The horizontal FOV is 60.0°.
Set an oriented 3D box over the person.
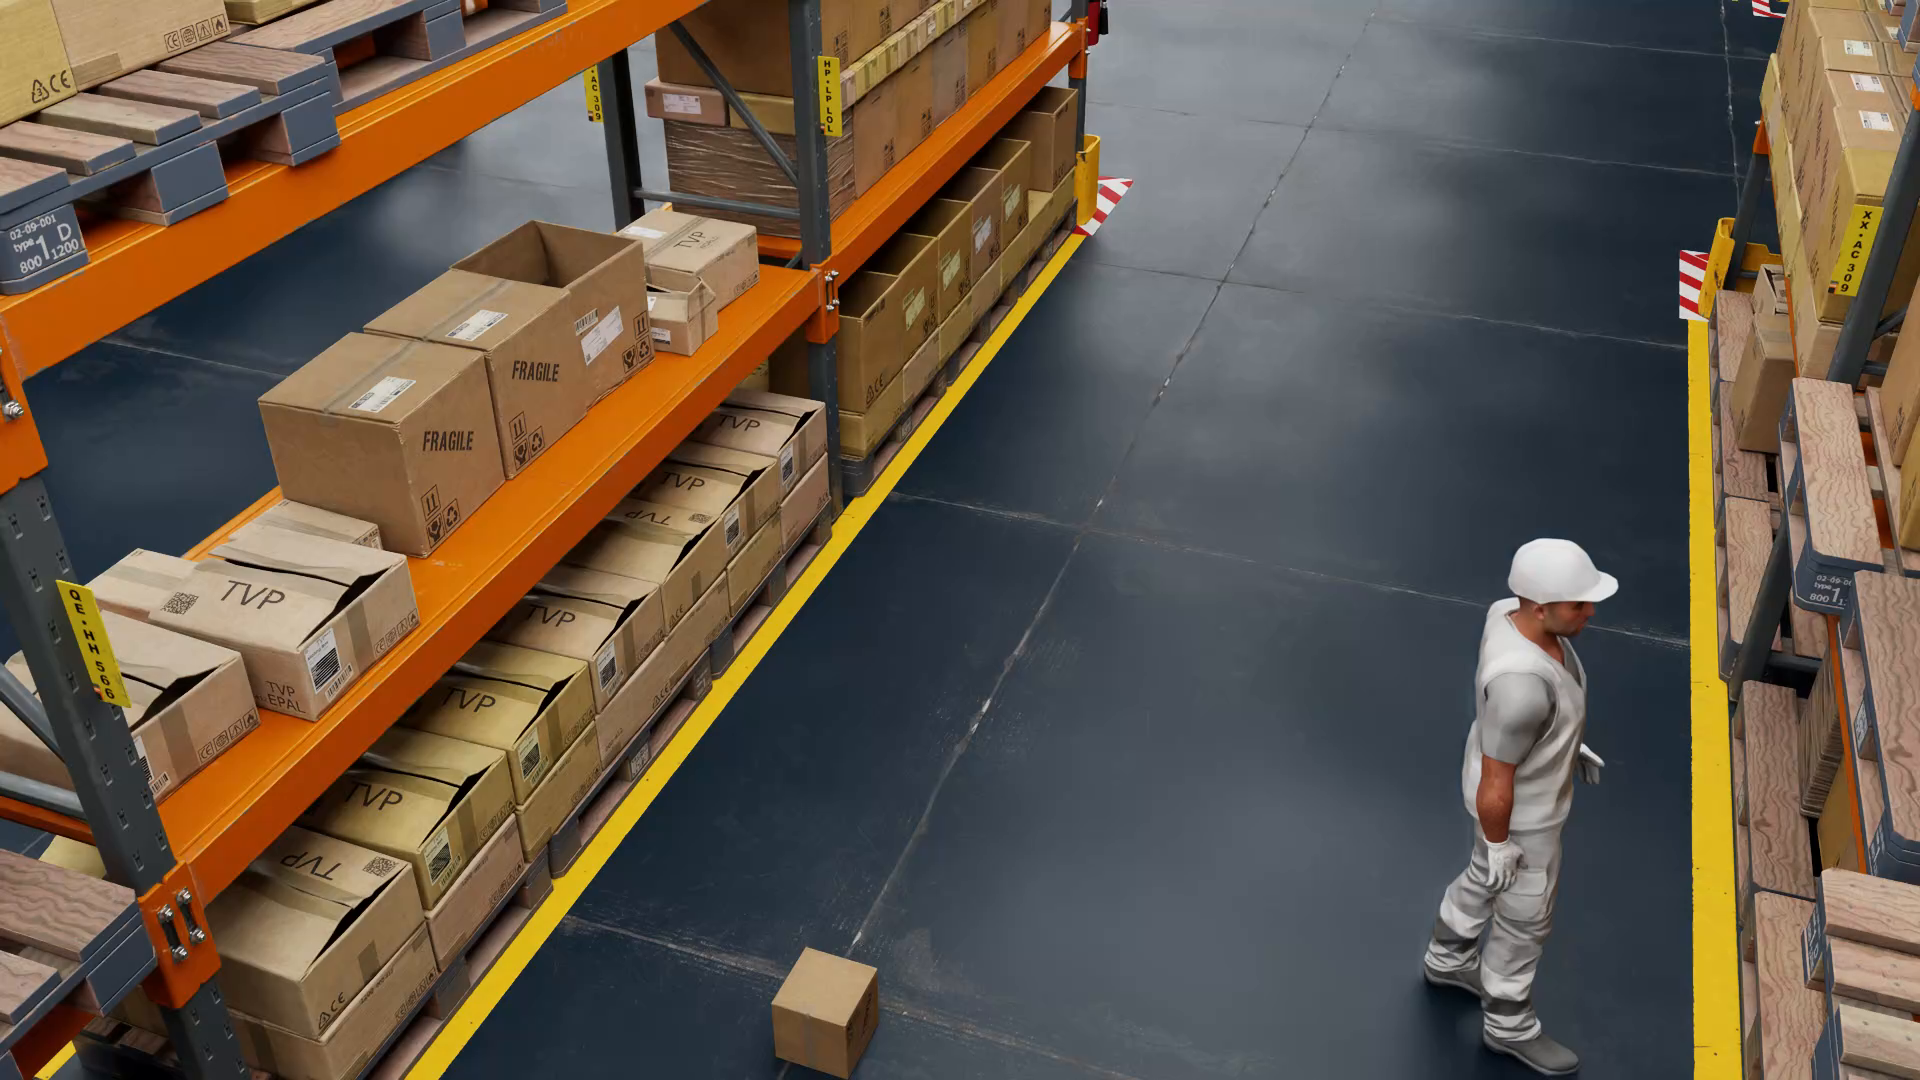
[{"bbox_3d":[1.722,0.779,4.899,0.538,1.805,0.584,9,34,14],"label":"person"}]
